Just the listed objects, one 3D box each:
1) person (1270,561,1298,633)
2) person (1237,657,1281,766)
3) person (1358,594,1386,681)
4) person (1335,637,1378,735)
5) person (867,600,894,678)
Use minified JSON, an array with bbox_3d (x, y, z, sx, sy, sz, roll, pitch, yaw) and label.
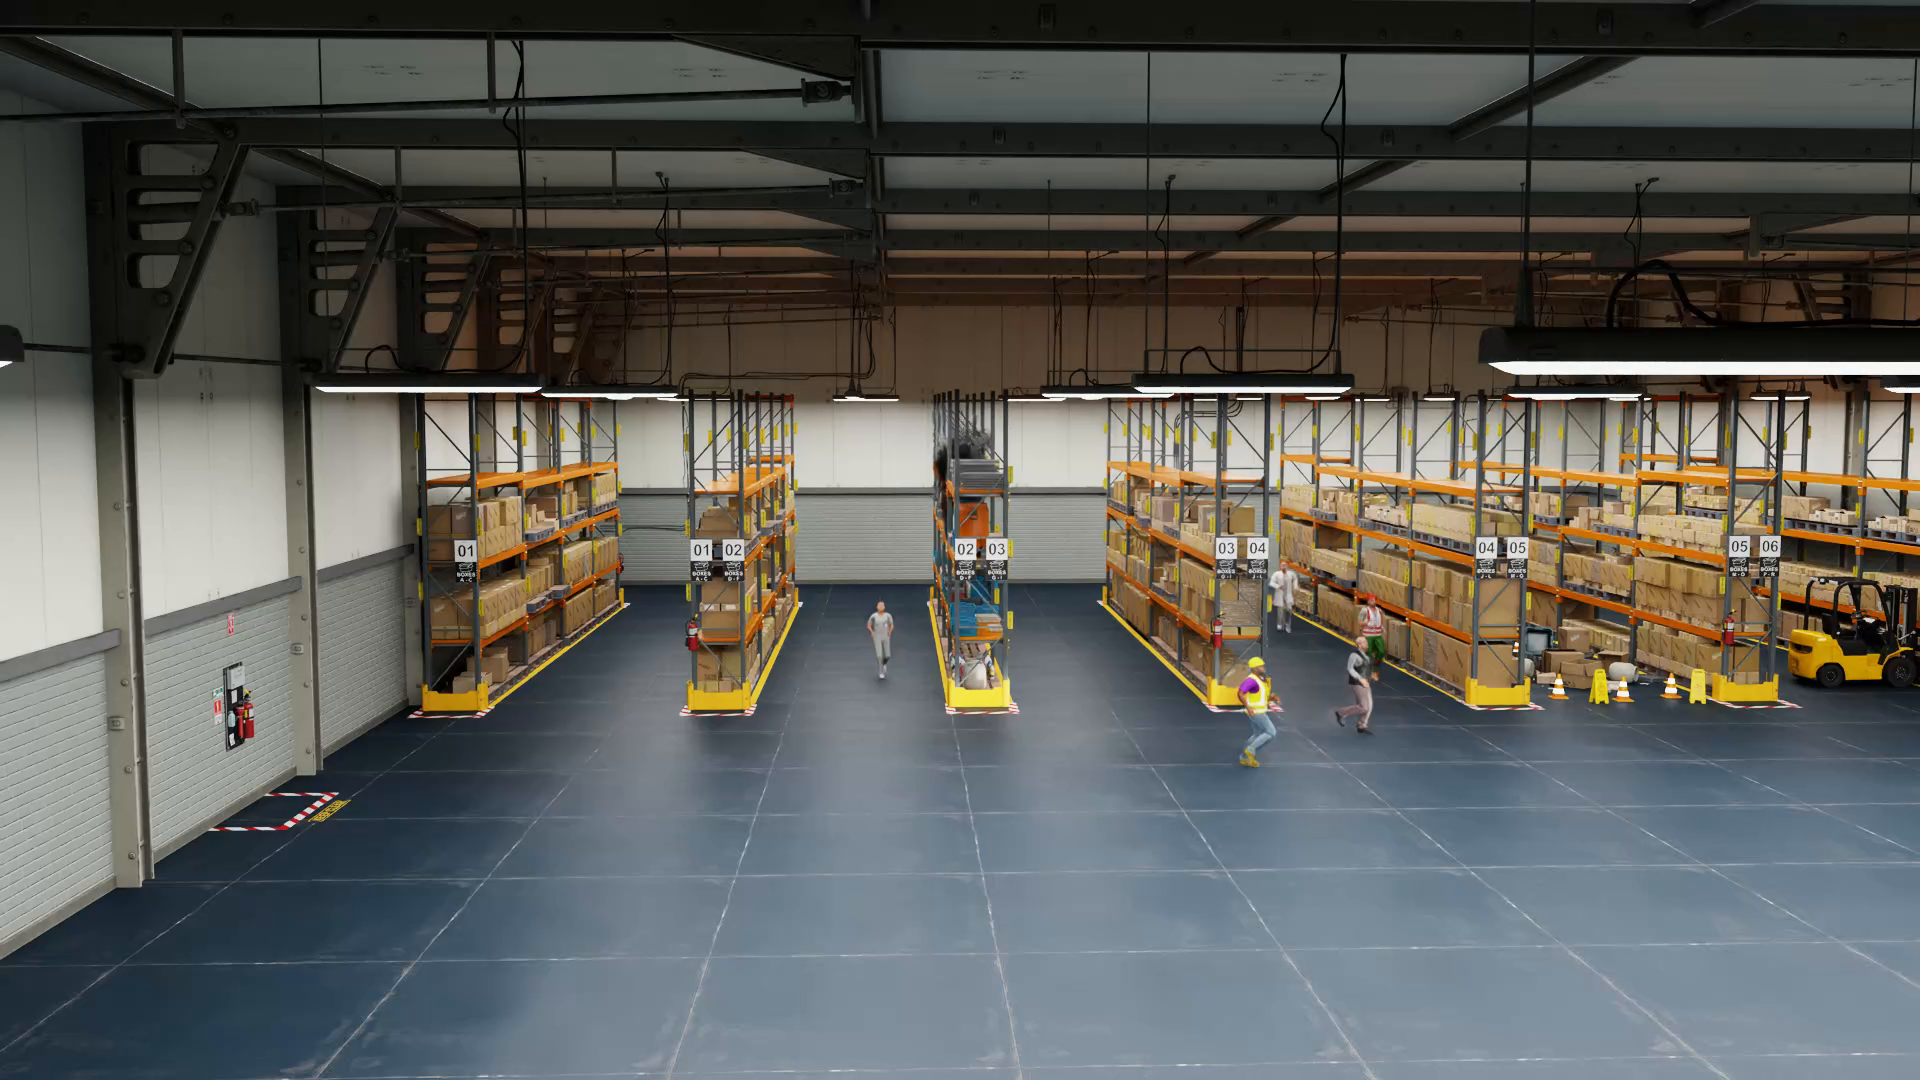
[{"bbox_3d":[8.157,1.450,41.804,0.740,1.831,0.780,0,5,0],"label":"person"},{"bbox_3d":[4.721,2.710,26.182,0.634,1.726,0.683,1,5,17],"label":"person"},{"bbox_3d":[8.585,2.020,34.540,0.635,1.809,0.681,-1,5,-9],"label":"person"},{"bbox_3d":[6.935,2.525,29.021,0.647,1.704,0.663,3,6,36],"label":"person"},{"bbox_3d":[-1.667,2.067,34.877,0.563,1.619,0.609,-1,5,-10],"label":"person"}]
